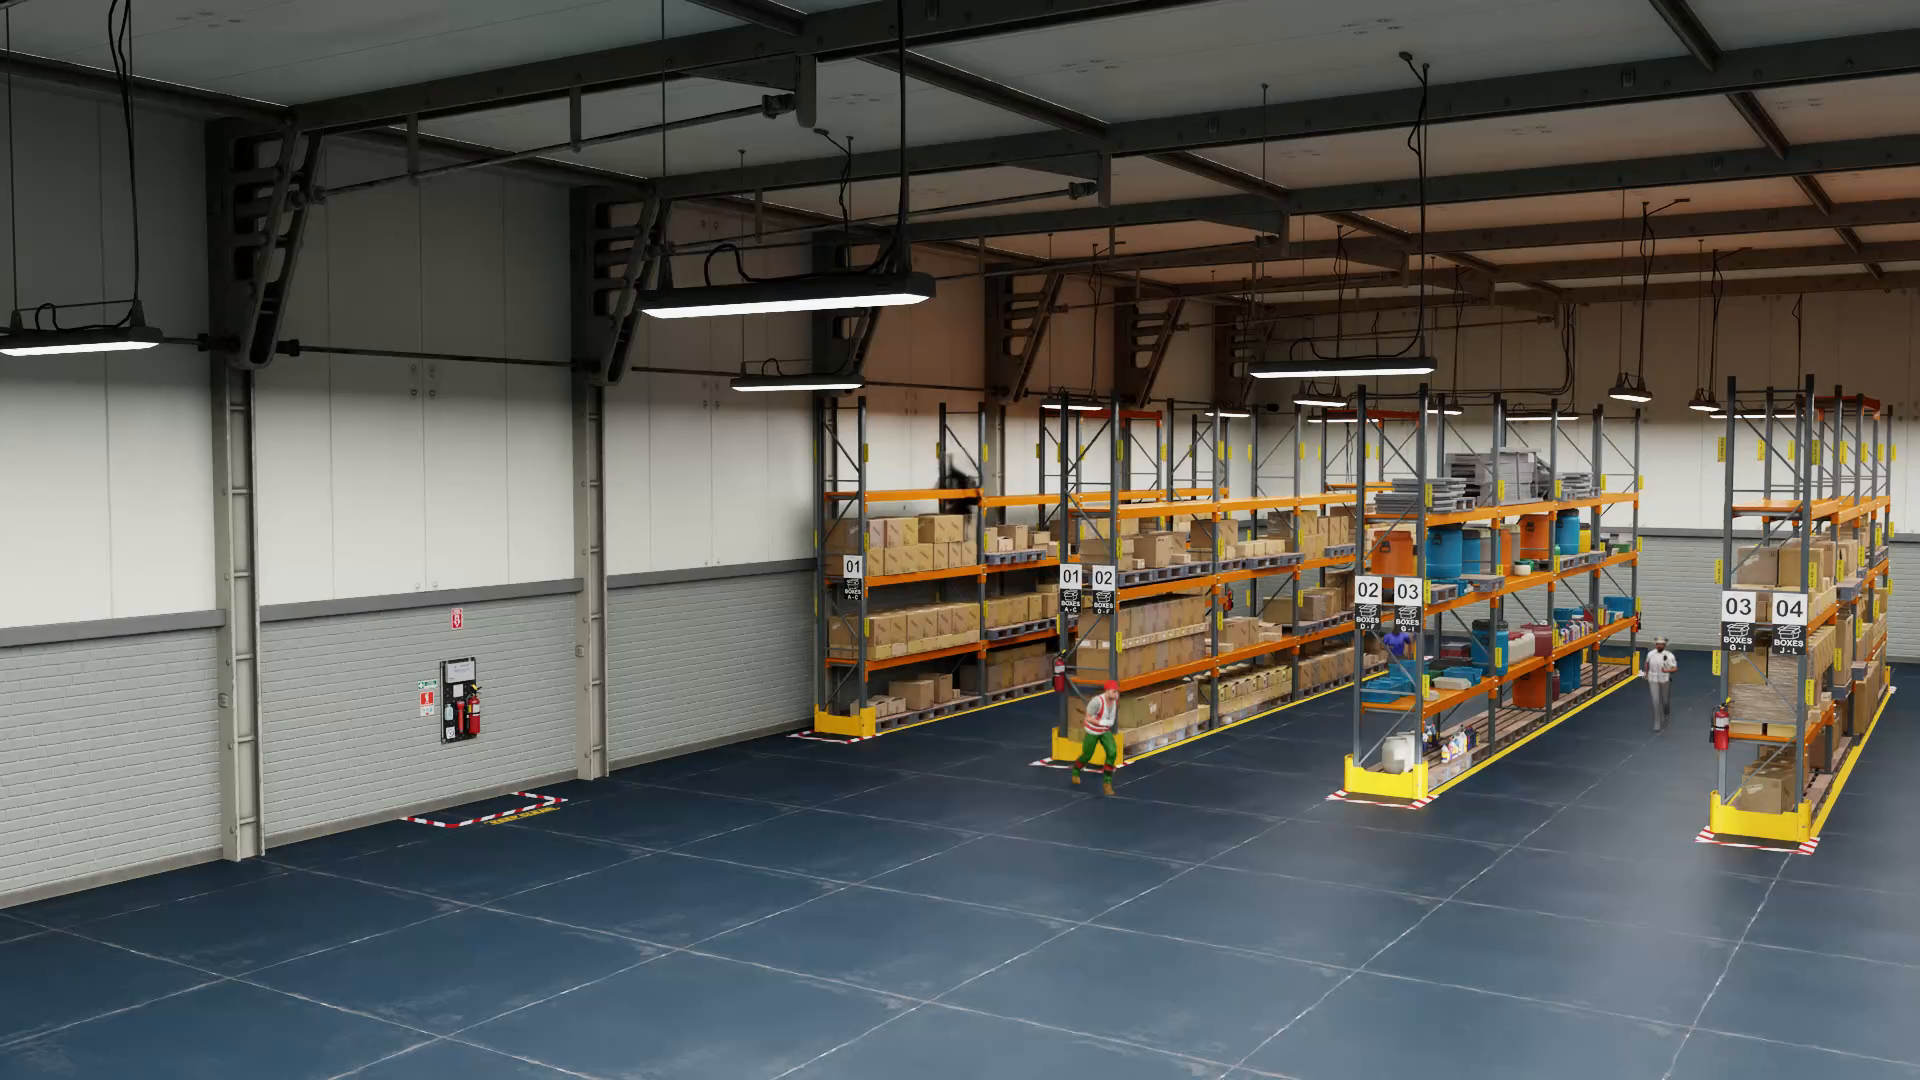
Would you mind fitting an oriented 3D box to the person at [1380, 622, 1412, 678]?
[{"bbox_3d":[8.630,2.422,32.961,0.604,1.663,0.900,1,3,18],"label":"person"}]

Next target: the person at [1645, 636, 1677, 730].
[{"bbox_3d":[12.695,2.571,30.142,0.578,1.662,0.865,2,3,30],"label":"person"}]

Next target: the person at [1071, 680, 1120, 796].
[{"bbox_3d":[2.014,2.890,24.574,0.705,1.729,1.036,-2,4,-36],"label":"person"}]
